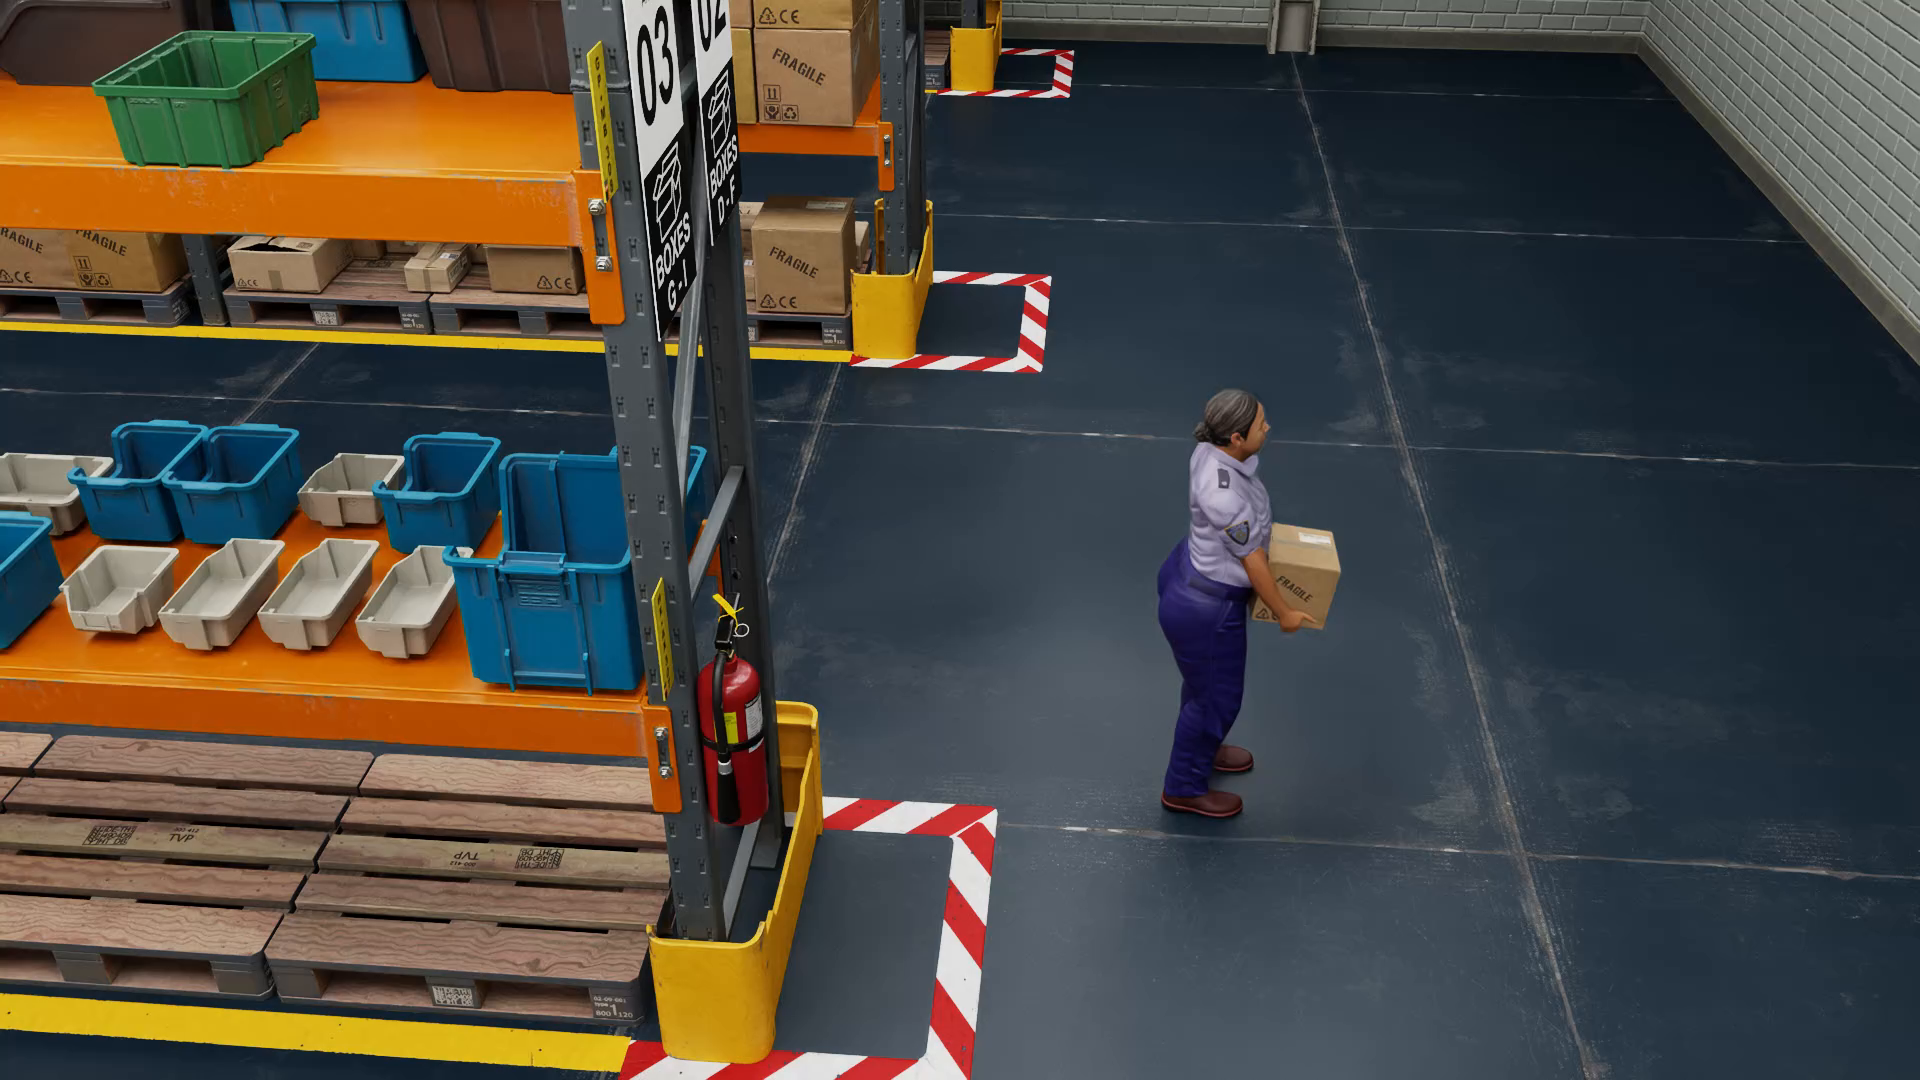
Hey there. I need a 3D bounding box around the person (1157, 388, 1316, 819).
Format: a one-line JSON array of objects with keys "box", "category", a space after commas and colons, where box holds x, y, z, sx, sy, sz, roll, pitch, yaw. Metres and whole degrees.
[{"box": [0.957, 0.216, 5.819, 0.535, 1.643, 0.435, 2, 32, 3], "category": "person"}]
